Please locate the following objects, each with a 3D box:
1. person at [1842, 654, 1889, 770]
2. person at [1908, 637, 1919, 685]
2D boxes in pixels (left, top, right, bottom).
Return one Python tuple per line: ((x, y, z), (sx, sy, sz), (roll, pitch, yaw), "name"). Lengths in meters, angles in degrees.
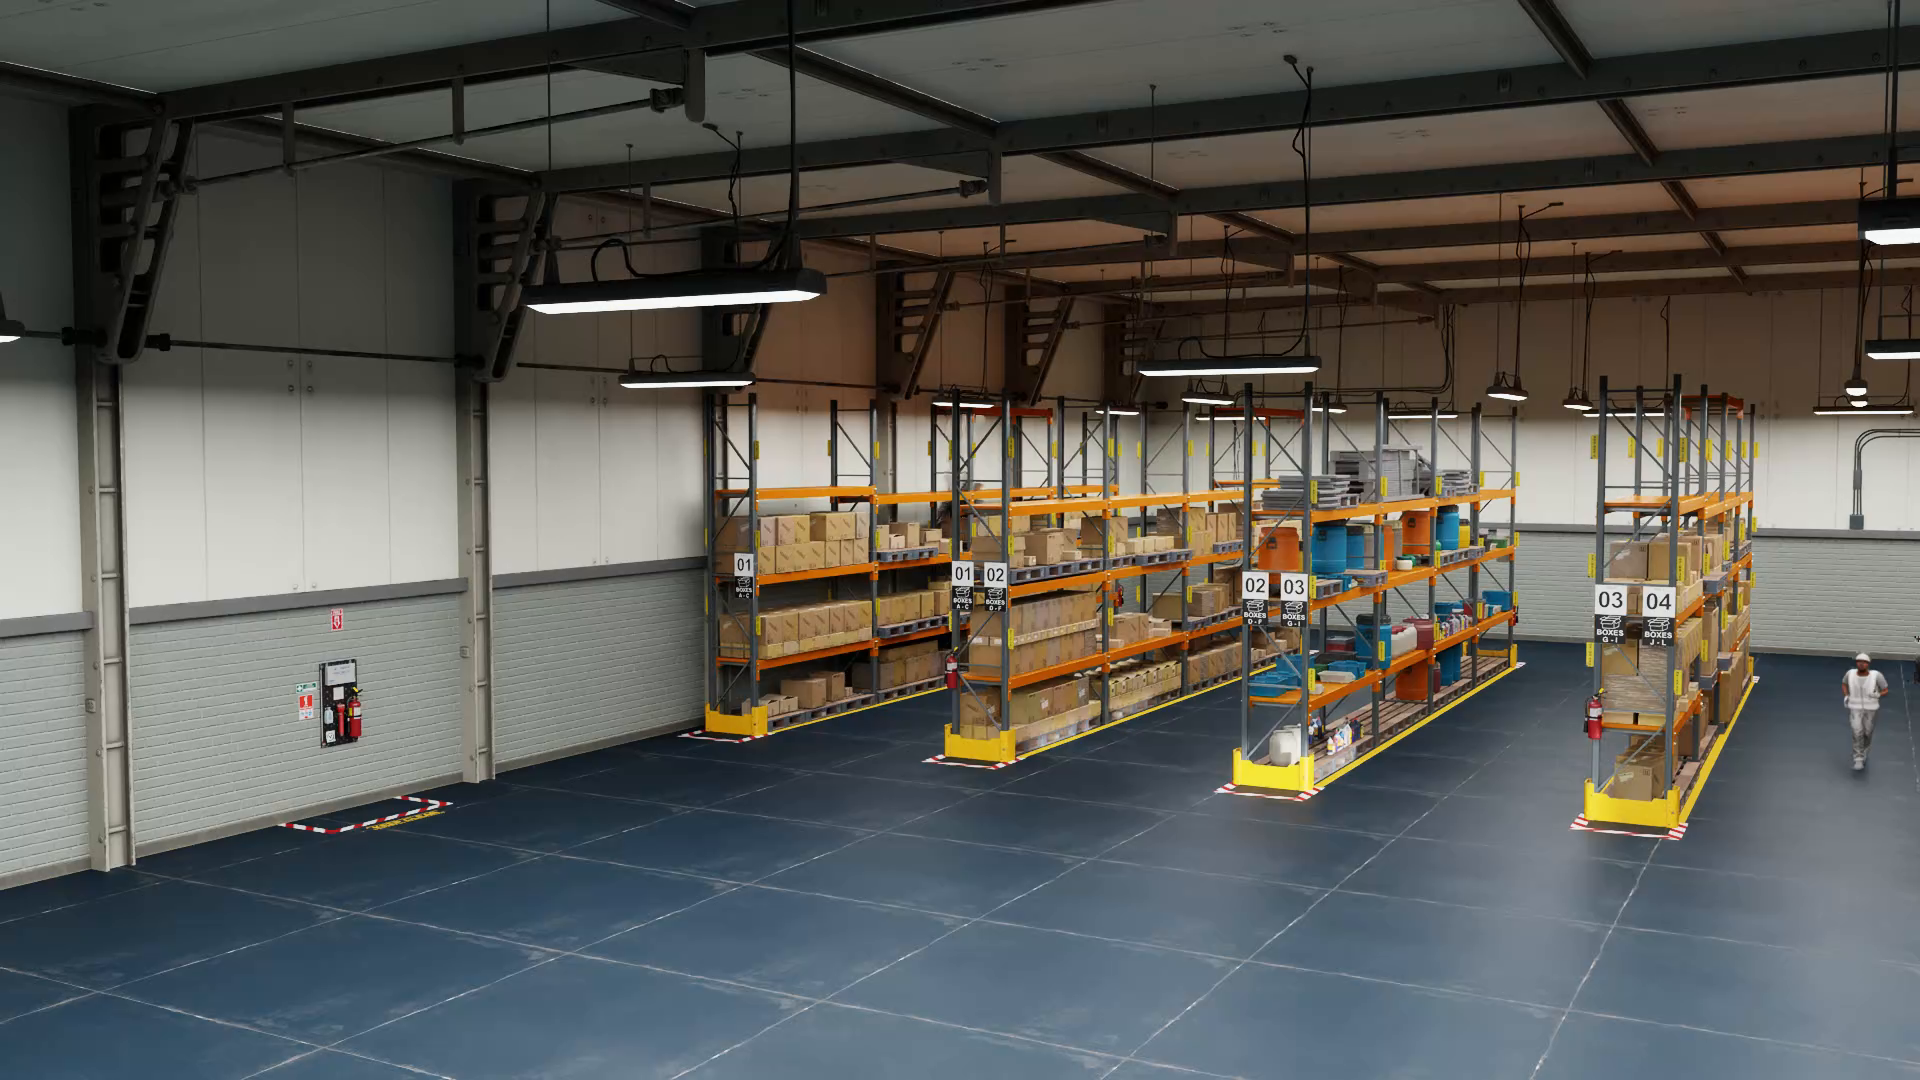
((14.303, 2.686, 26.294), (0.665, 1.796, 0.925), (2, 4, 30), "person")
((20.591, 2.303, 35.253), (0.681, 1.653, 0.732), (0, 3, 5), "person")
